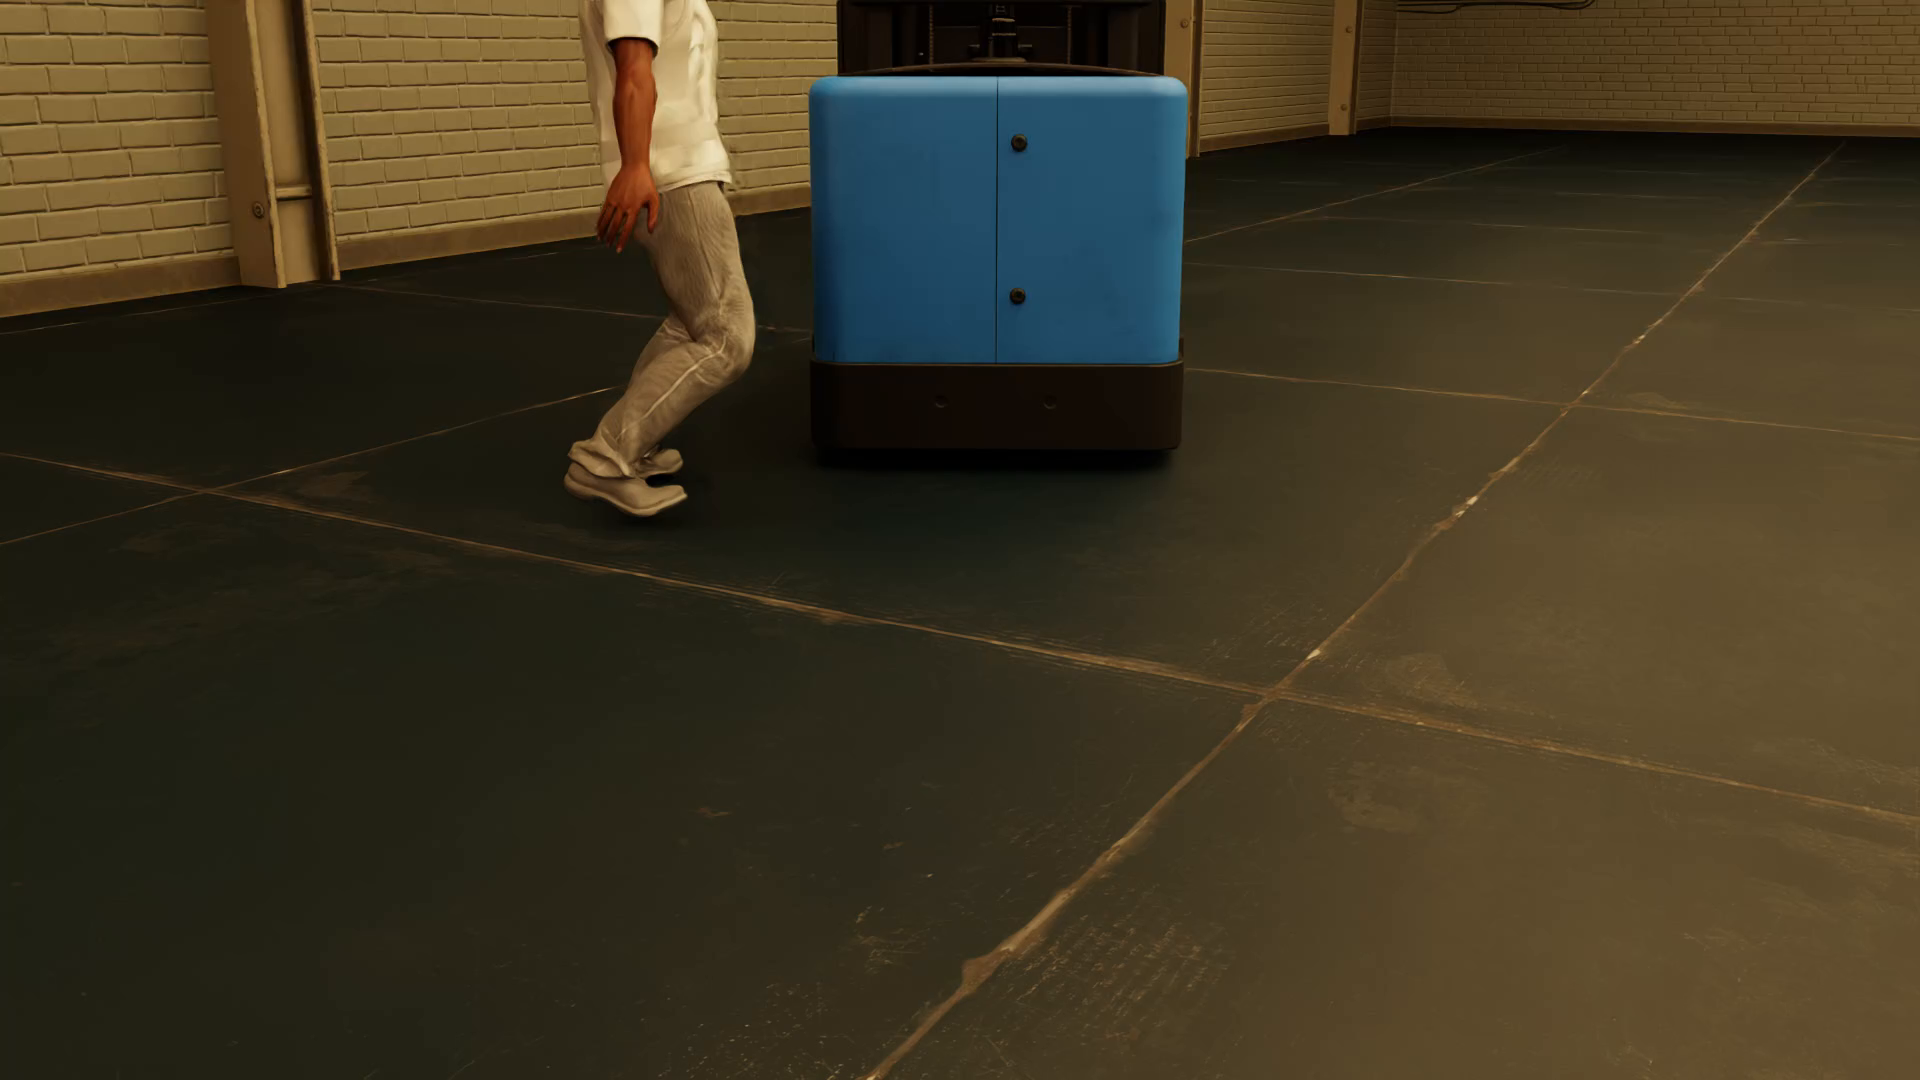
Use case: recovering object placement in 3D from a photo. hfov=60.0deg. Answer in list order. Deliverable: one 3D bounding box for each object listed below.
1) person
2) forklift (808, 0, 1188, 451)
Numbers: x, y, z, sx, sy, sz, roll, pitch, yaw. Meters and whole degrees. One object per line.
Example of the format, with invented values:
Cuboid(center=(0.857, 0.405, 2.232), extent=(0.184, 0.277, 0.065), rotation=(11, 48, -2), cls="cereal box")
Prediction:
Cuboid(center=(-0.775, -0.896, 4.115), extent=(0.492, 1.683, 0.934), rotation=(-3, 17, -11), cls="person")
Cuboid(center=(0.143, -2.016, 5.700), extent=(1.130, 2.935, 3.031), rotation=(0, 16, 2), cls="forklift")
